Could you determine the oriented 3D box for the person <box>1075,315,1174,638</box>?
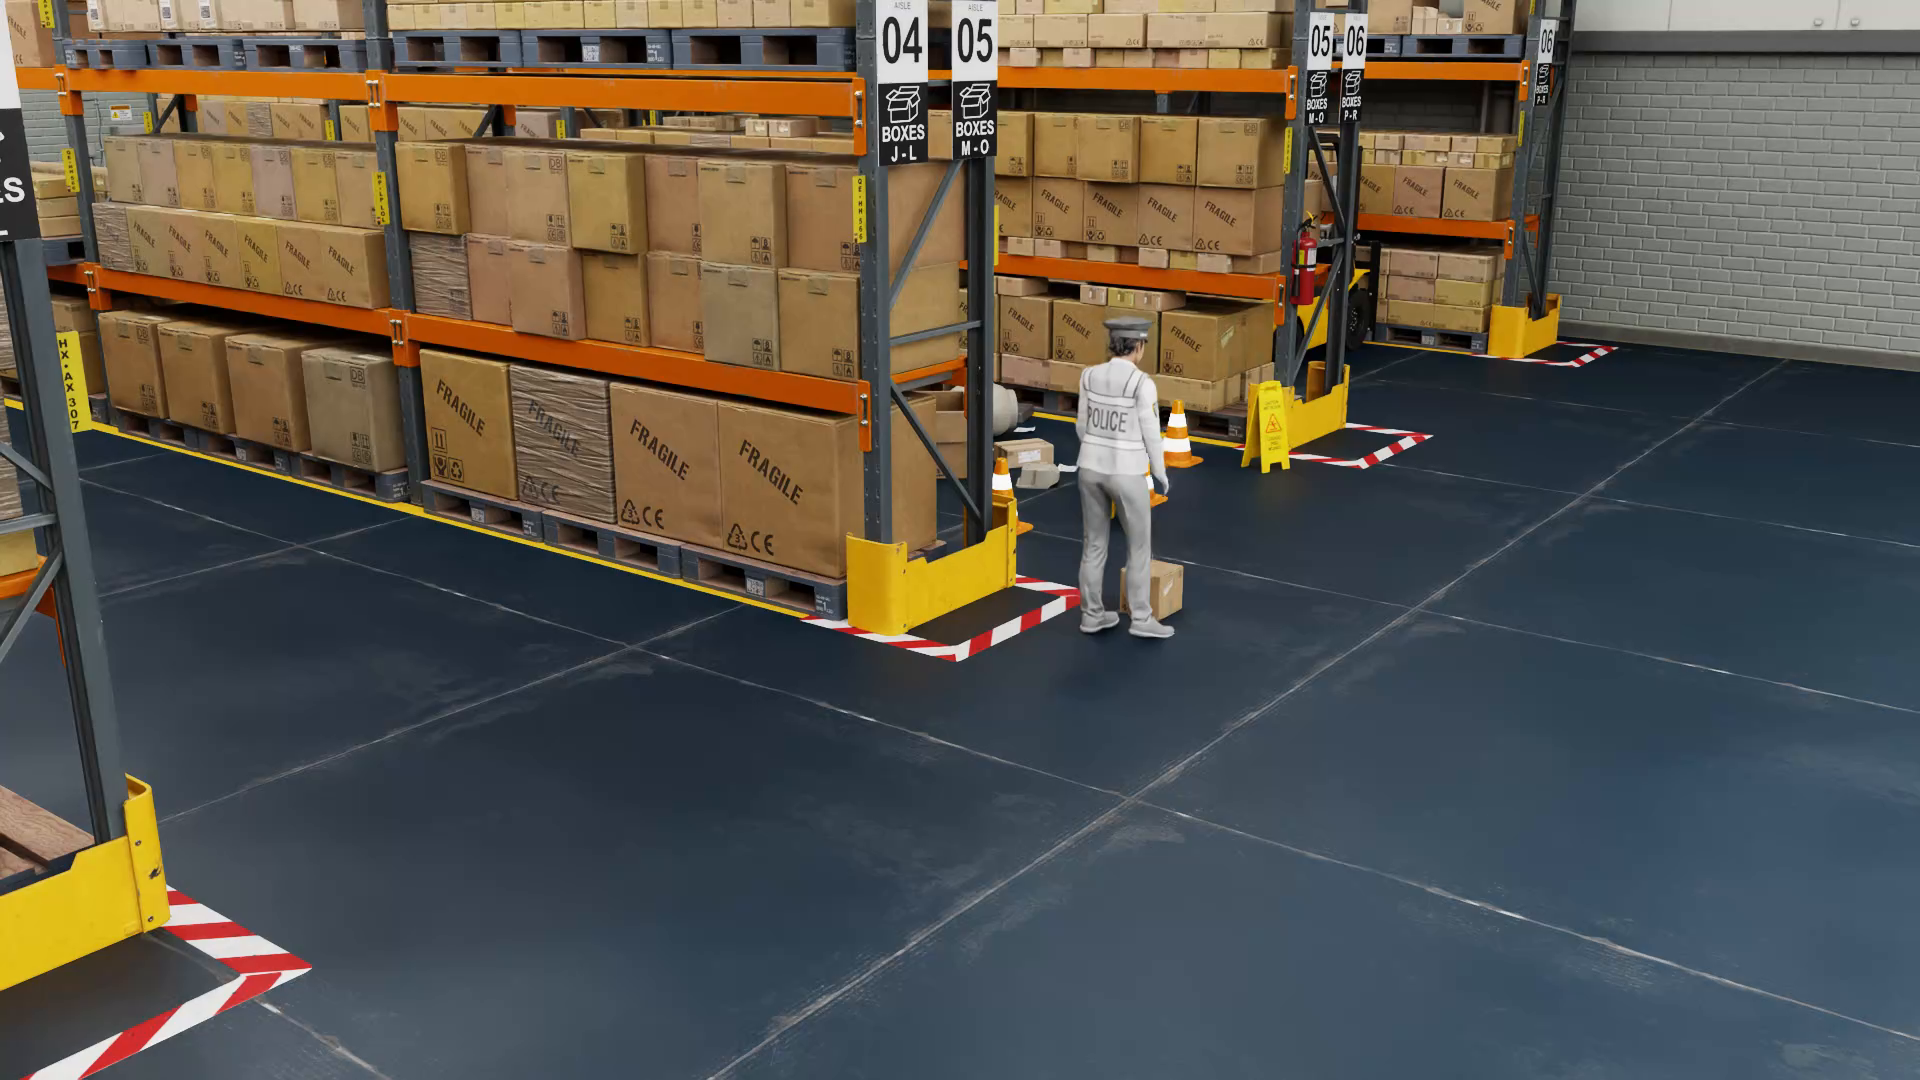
[{"bbox_3d":[0.829,-0.306,8.570,0.523,1.692,0.423,12,21,35],"label":"person"}]
